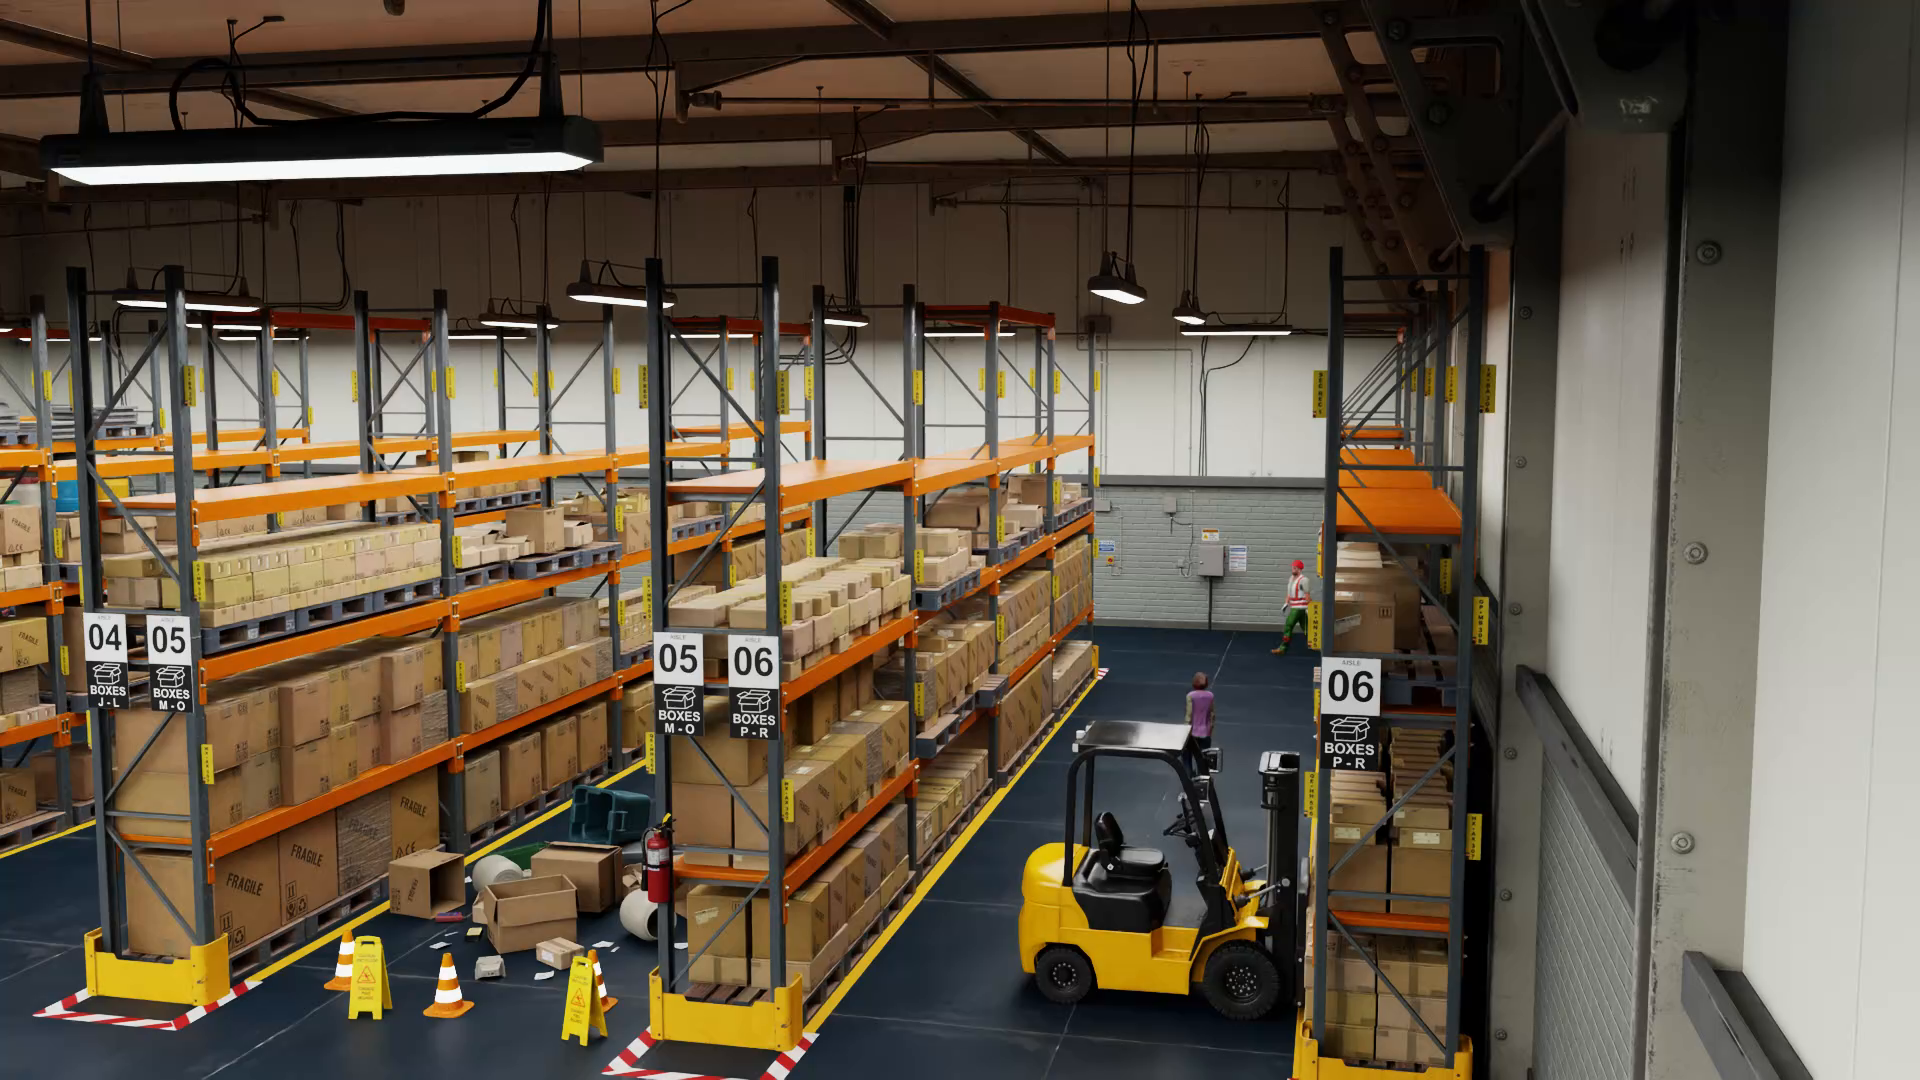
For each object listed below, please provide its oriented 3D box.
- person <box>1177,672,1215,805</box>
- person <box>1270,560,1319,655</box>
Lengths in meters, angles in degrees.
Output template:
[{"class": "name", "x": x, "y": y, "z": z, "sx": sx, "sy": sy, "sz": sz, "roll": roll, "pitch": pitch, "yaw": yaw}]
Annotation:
[{"class": "person", "x": 2.861, "y": 2.381, "z": 19.897, "sx": 0.413, "sy": 1.617, "sz": 0.628, "roll": 0, "pitch": 6, "yaw": -2}, {"class": "person", "x": 6.180, "y": 1.228, "z": 30.355, "sx": 1.070, "sy": 1.746, "sz": 0.523, "roll": 0, "pitch": 6, "yaw": -3}]
